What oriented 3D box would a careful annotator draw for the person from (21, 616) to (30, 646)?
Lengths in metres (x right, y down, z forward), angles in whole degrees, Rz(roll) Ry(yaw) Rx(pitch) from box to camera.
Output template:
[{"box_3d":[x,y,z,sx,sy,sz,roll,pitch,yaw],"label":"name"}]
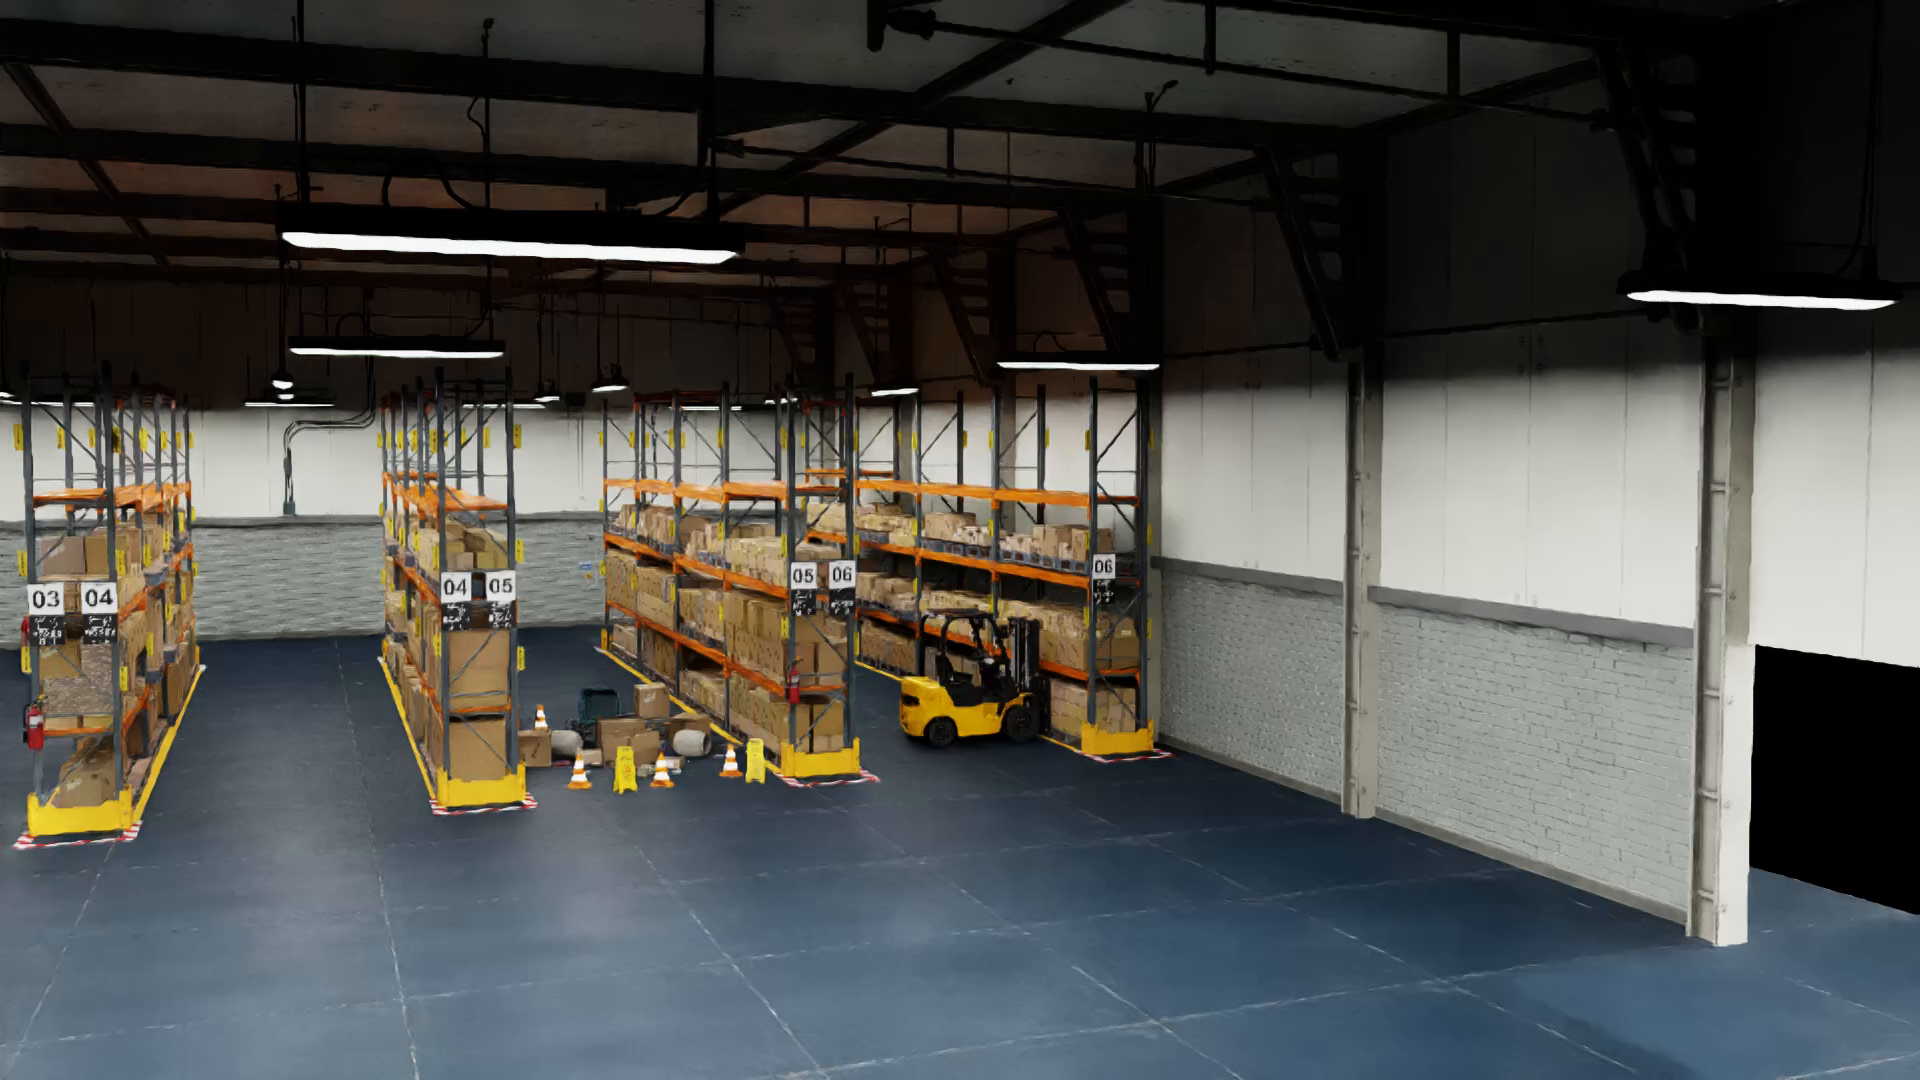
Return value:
[{"box_3d":[-18.904,2.116,34.038,0.542,1.645,1.126,-1,4,-20],"label":"person"}]
